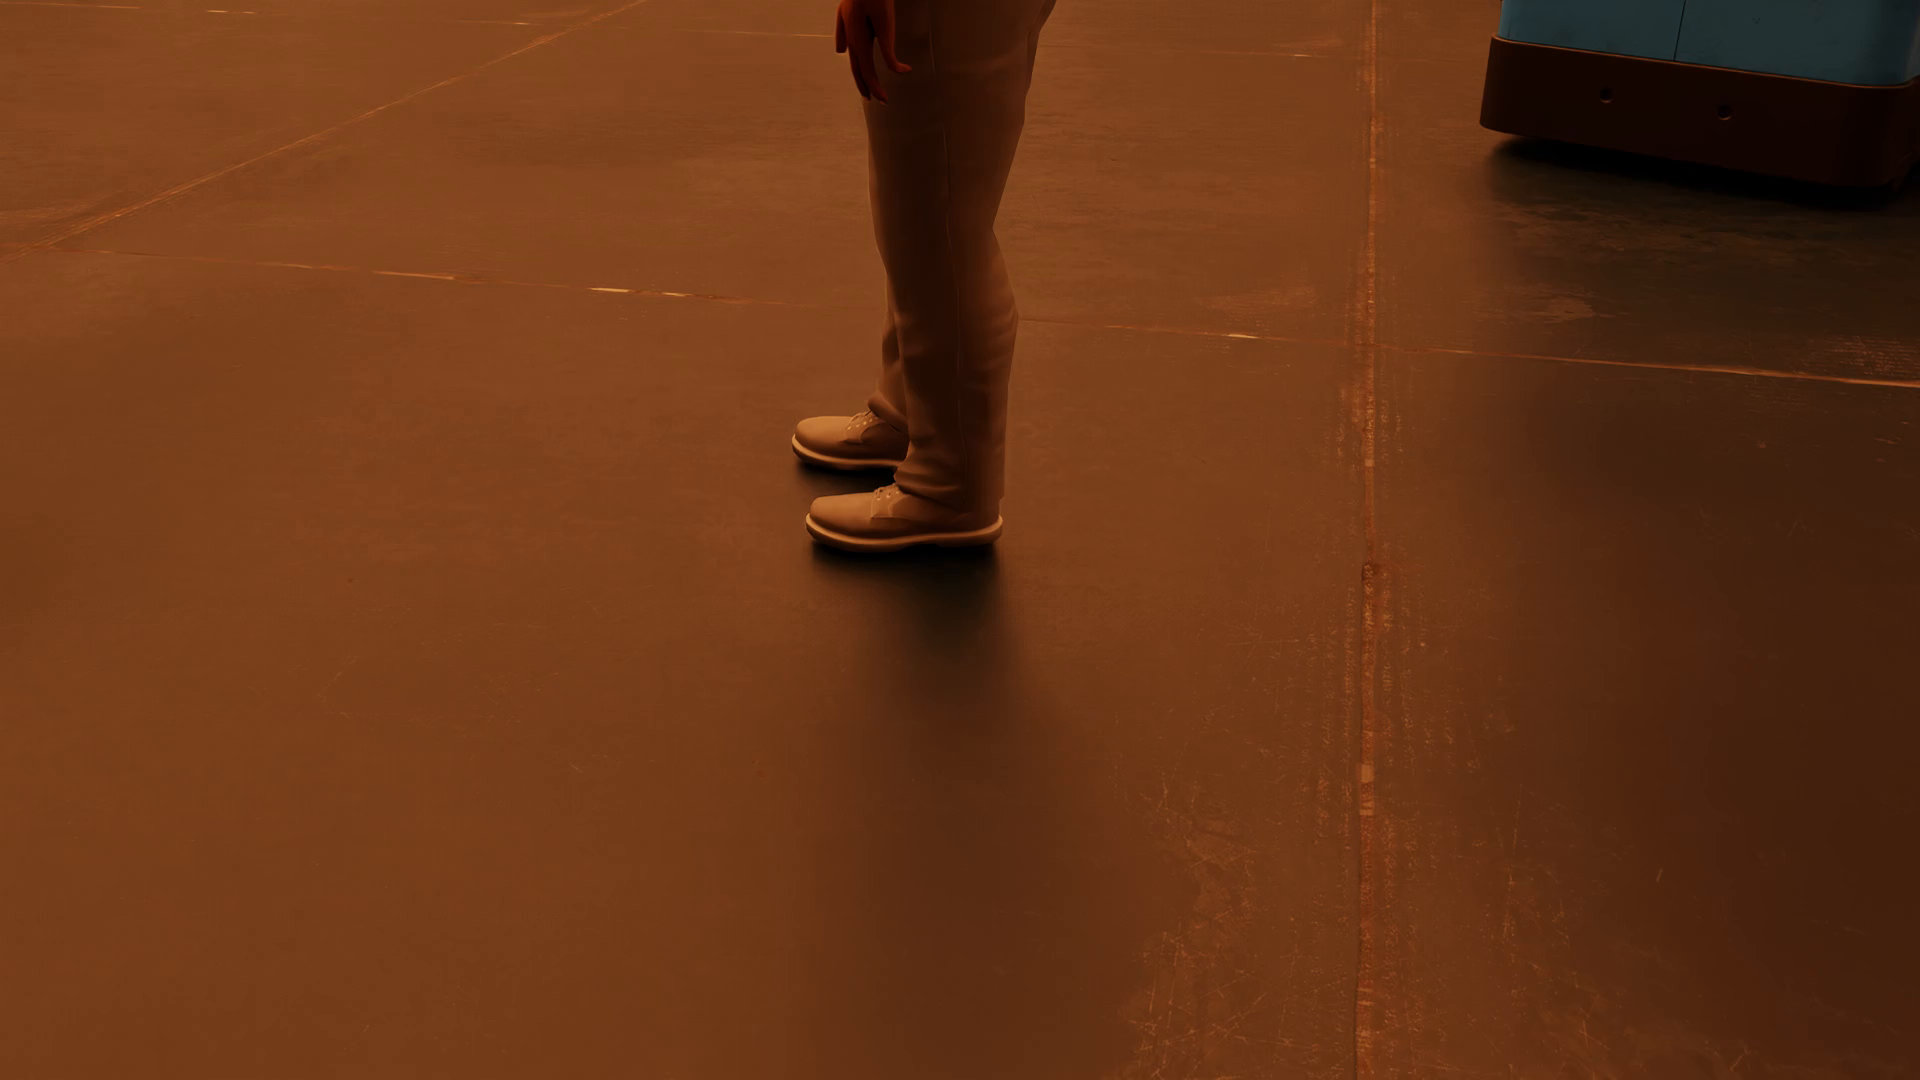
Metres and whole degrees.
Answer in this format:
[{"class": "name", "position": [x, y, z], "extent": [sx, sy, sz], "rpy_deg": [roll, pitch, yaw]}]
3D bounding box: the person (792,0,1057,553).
[{"class": "person", "position": [-0.069, -0.778, 2.148], "extent": [0.528, 1.693, 0.569], "rpy_deg": [6, 27, 11]}]

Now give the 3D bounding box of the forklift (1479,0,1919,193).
[{"class": "forklift", "position": [2.800, -2.746, 4.690], "extent": [1.130, 2.935, 3.031], "rpy_deg": [22, 34, 36]}]
